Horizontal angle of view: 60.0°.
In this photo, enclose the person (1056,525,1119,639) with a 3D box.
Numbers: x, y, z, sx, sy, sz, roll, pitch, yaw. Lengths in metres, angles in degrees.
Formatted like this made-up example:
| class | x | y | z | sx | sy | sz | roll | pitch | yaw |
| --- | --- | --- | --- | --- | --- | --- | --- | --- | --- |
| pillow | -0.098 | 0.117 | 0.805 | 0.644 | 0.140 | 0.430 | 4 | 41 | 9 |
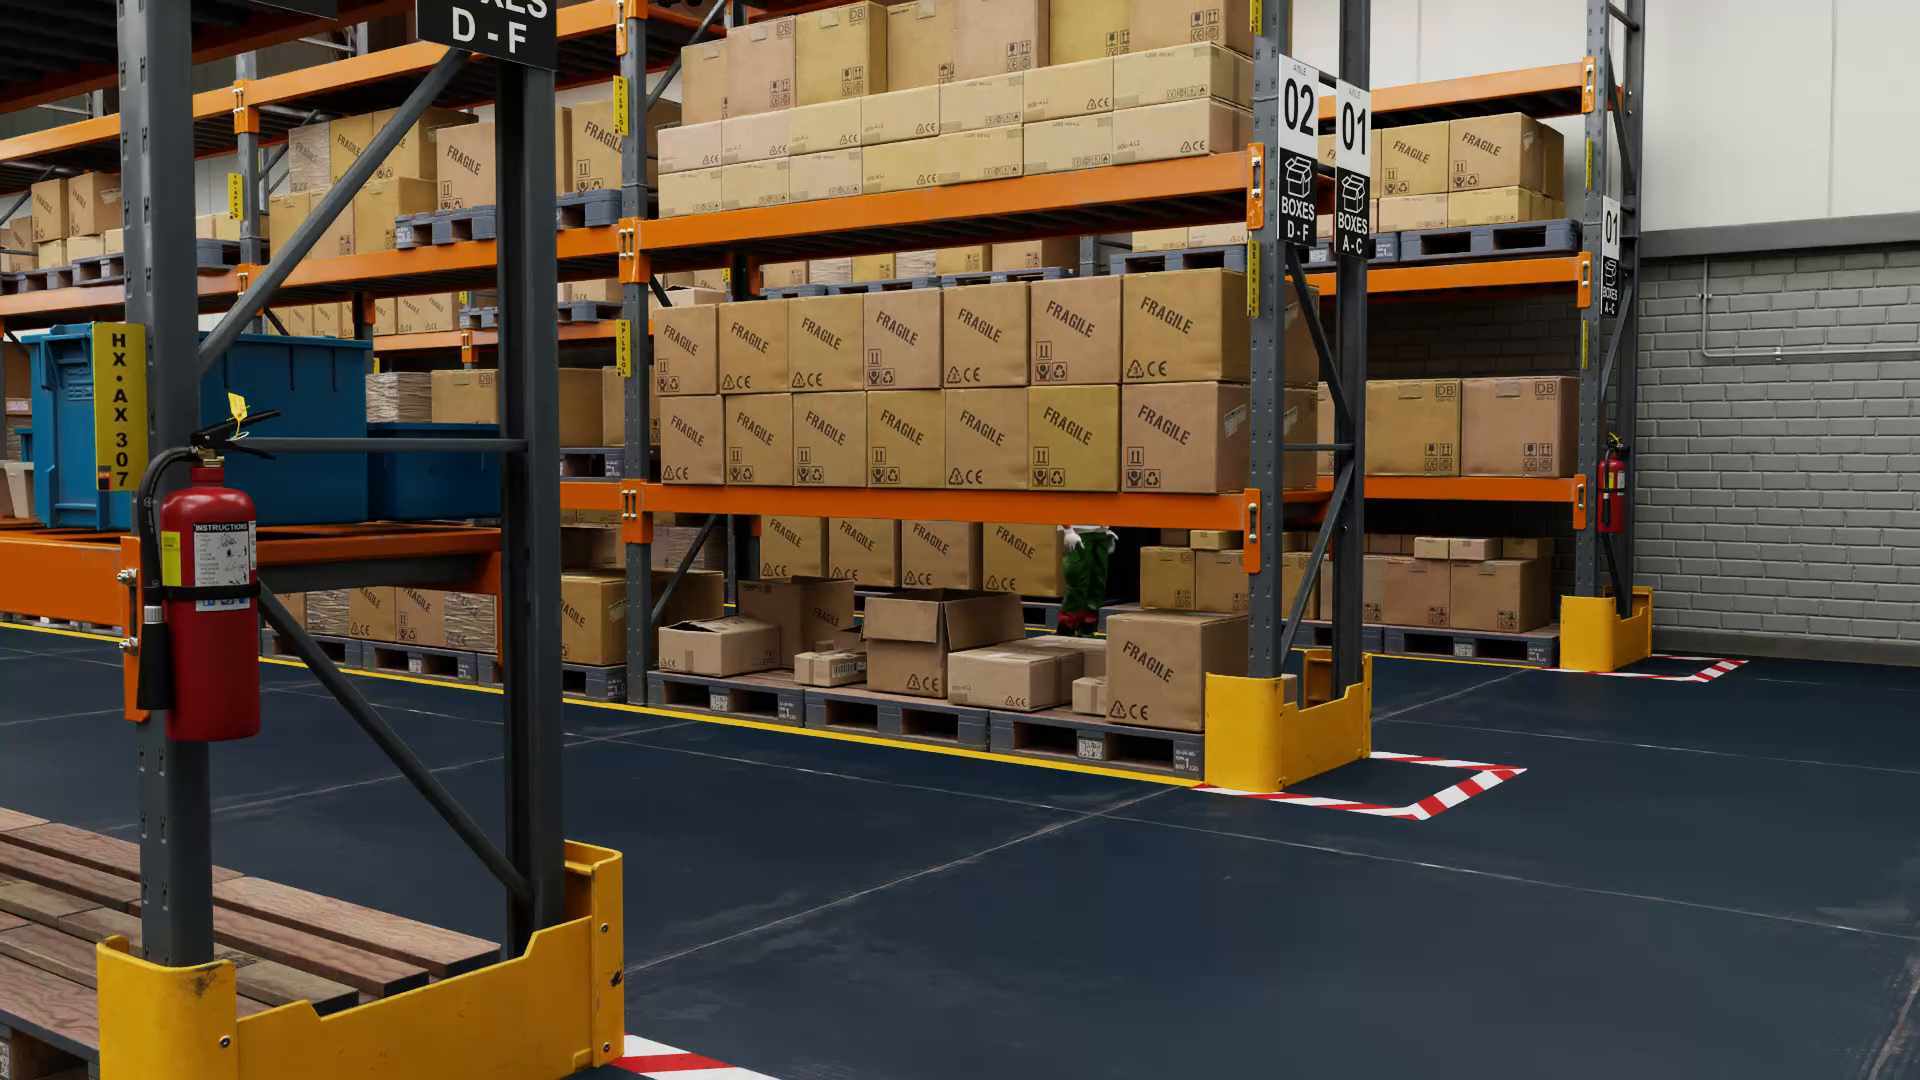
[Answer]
| class | x | y | z | sx | sy | sz | roll | pitch | yaw |
| --- | --- | --- | --- | --- | --- | --- | --- | --- | --- |
| person | 0.892 | -0.035 | 11.874 | 0.351 | 1.780 | 0.528 | 2 | 4 | 37 |
